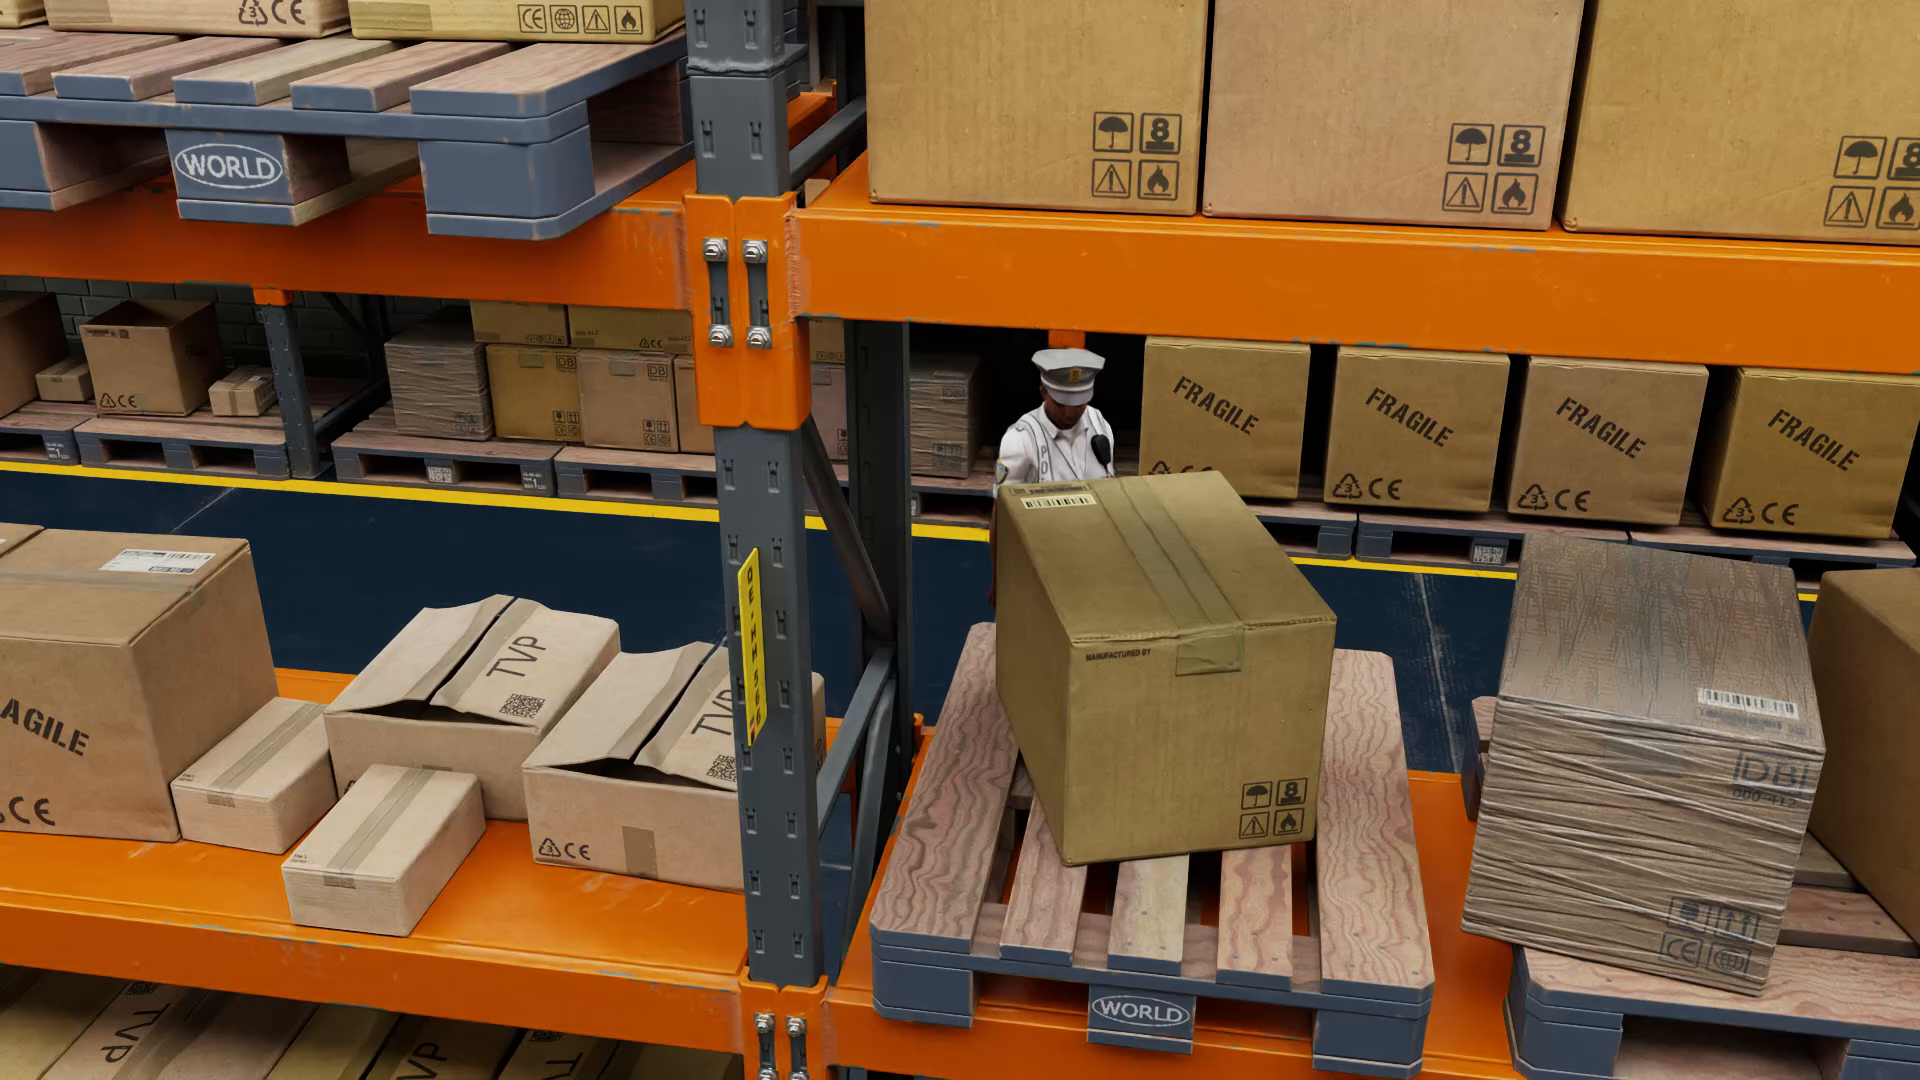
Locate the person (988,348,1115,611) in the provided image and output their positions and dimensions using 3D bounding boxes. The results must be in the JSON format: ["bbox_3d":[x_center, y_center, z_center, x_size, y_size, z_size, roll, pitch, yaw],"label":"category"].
[{"bbox_3d":[0.303,0.077,5.940,0.625,1.638,0.662,-10,27,-21],"label":"person"}]
